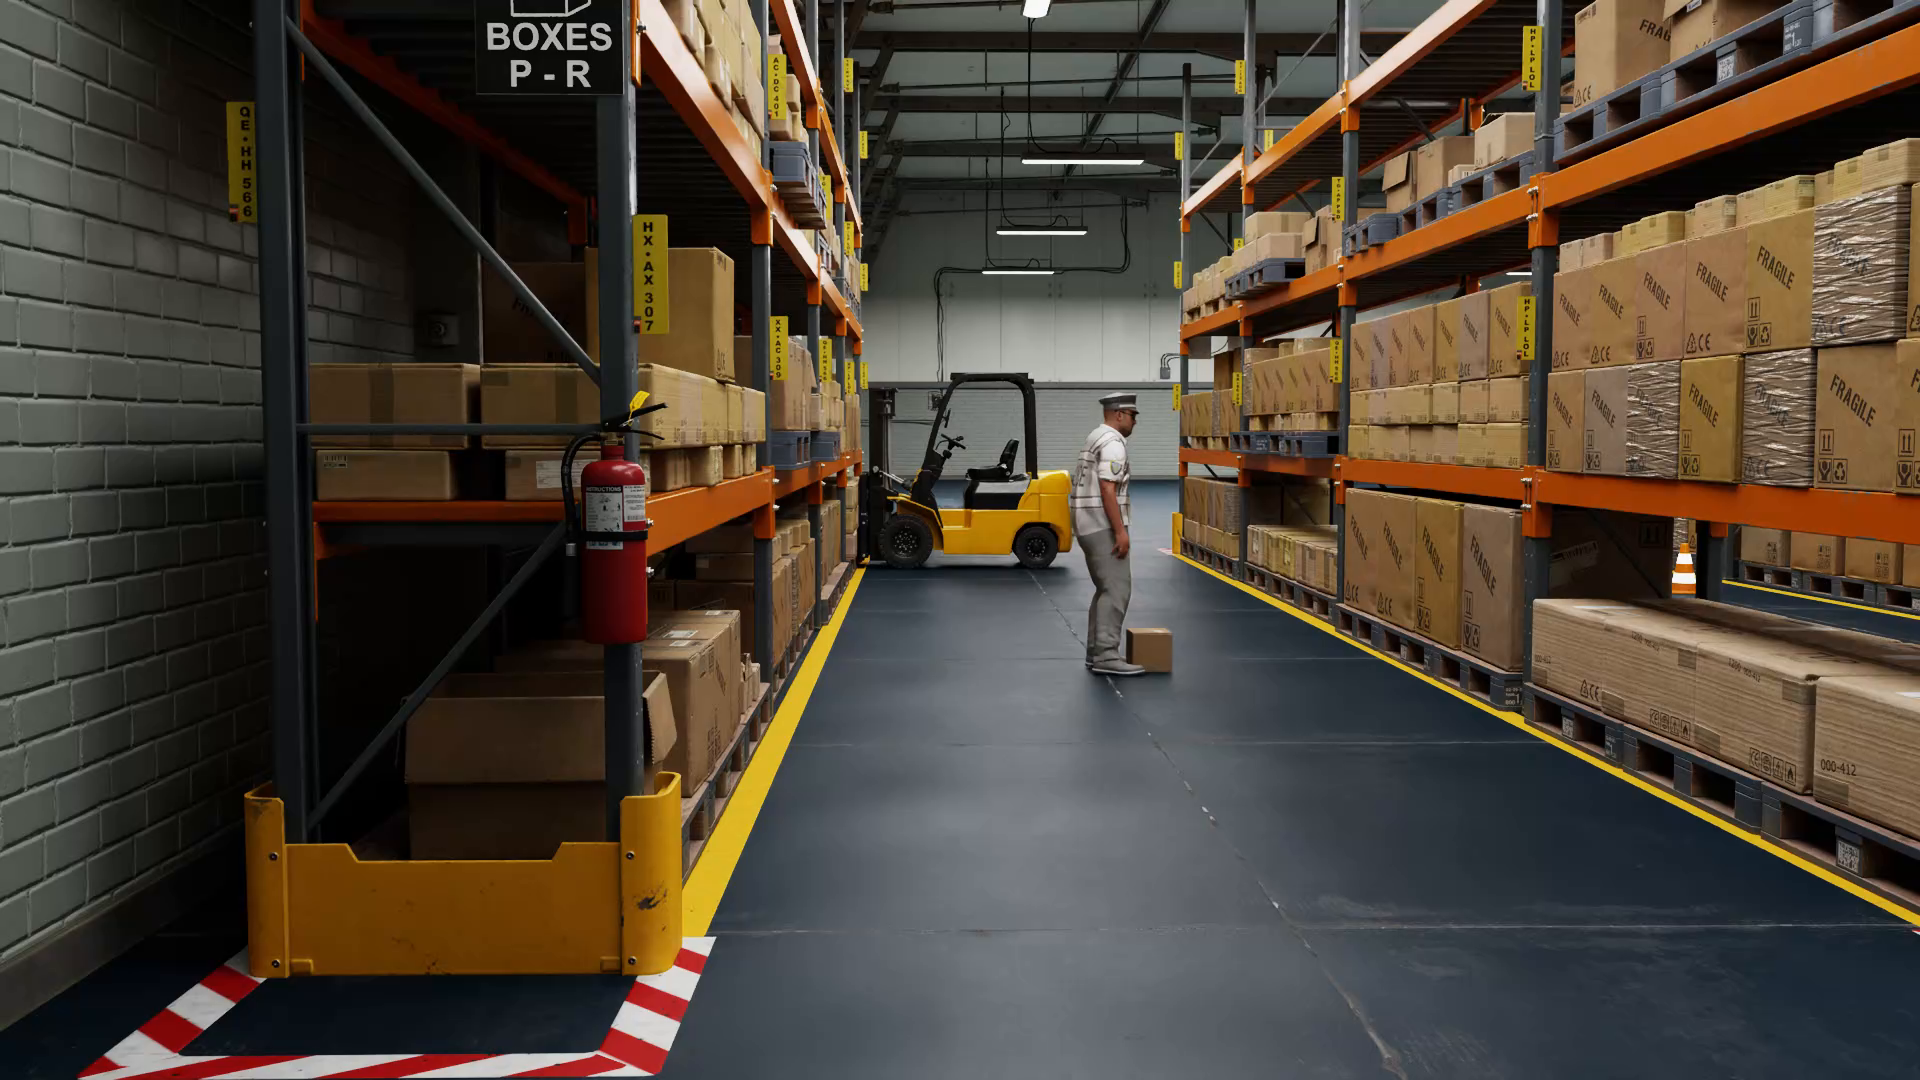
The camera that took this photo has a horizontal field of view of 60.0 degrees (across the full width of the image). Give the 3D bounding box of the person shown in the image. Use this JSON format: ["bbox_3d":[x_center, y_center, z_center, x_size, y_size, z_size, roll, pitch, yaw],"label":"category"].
[{"bbox_3d":[0.917,-0.051,10.456,0.437,1.747,0.601,0,4,-5],"label":"person"}]
